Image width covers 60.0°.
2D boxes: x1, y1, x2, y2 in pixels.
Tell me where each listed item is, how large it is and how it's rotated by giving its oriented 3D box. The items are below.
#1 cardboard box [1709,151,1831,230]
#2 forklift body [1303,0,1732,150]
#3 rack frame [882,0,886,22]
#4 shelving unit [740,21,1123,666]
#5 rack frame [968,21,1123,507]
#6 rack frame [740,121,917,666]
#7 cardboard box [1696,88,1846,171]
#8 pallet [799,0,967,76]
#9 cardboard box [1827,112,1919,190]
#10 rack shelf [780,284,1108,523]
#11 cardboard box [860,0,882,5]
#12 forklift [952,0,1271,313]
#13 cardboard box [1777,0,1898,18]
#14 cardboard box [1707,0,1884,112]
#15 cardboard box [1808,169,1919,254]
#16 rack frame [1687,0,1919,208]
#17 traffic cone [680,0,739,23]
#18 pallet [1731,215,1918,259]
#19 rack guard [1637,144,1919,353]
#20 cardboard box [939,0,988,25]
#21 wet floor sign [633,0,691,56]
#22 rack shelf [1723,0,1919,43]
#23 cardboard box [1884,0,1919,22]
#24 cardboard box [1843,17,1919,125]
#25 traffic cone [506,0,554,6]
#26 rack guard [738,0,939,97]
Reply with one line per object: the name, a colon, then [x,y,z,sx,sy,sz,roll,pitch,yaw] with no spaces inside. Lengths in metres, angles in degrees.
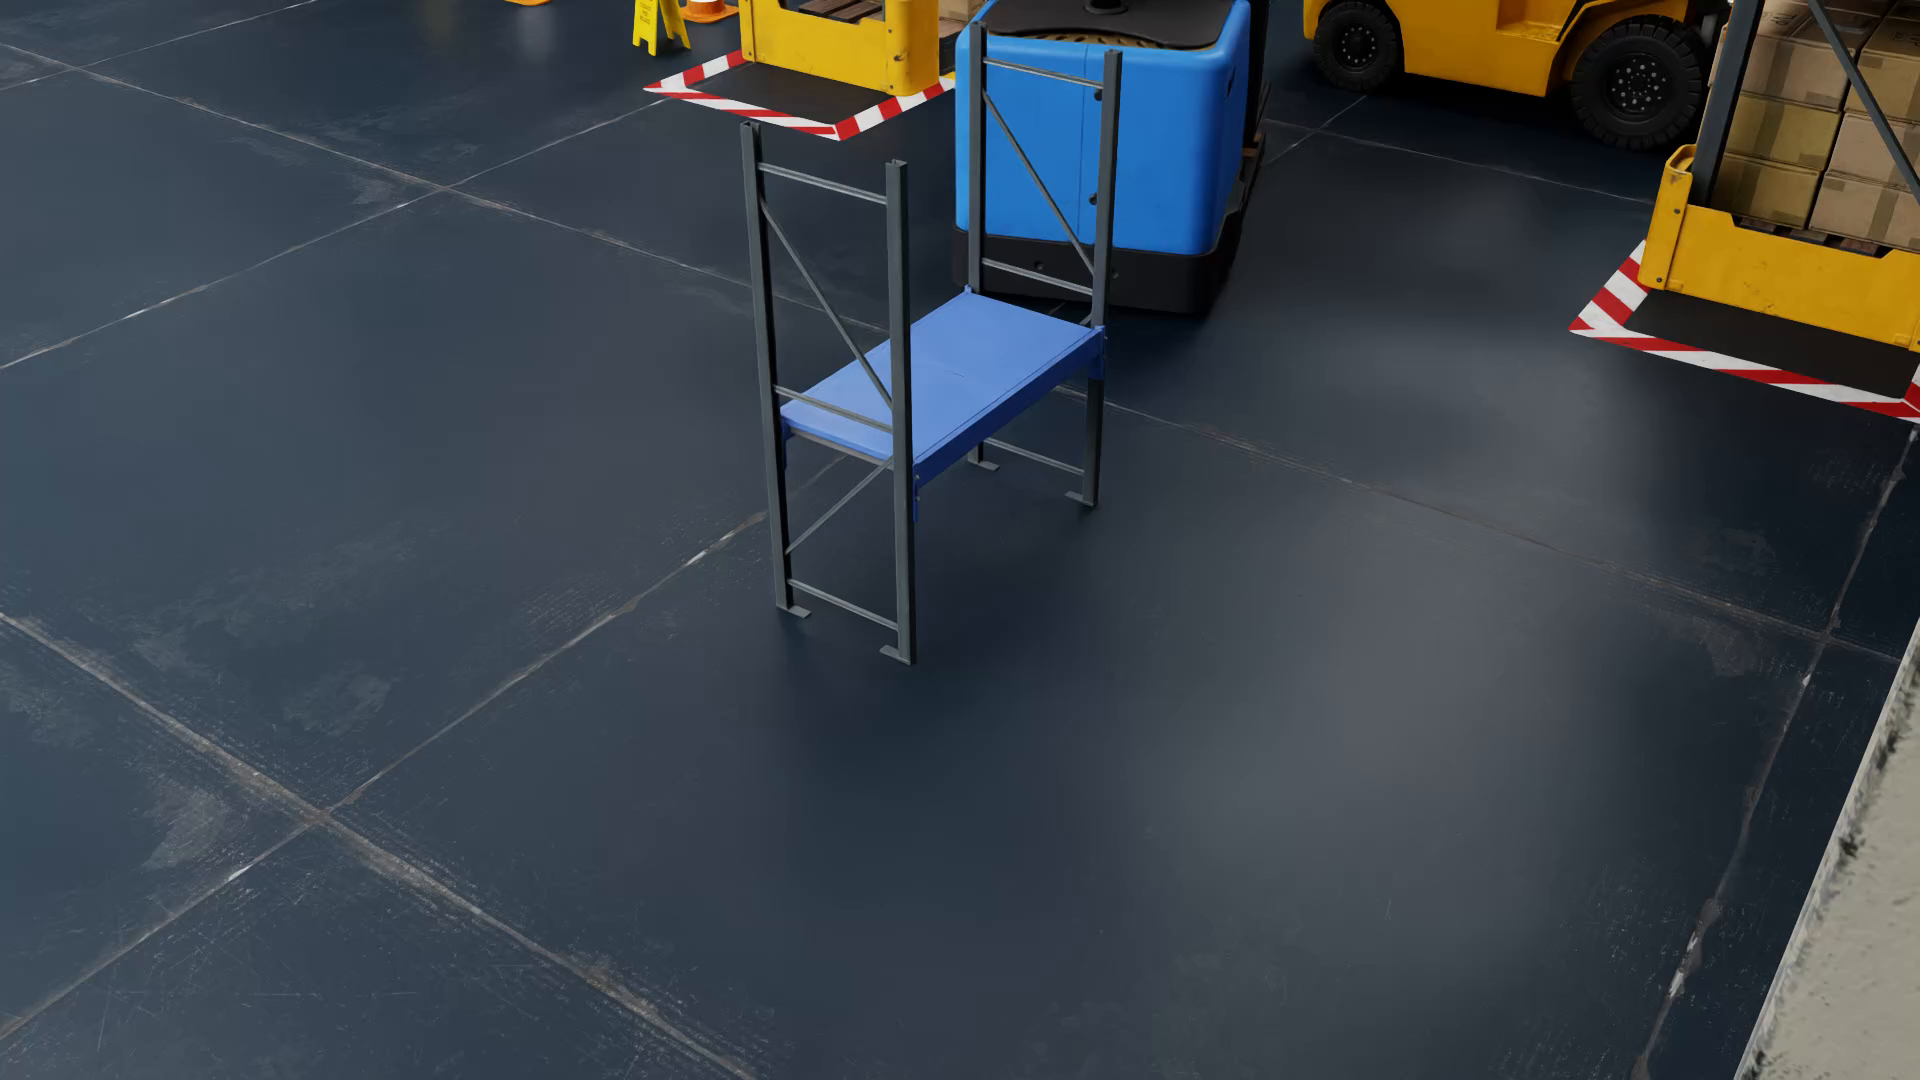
cardboard box: [3.382,-1.560,7.011,0.500,0.250,0.500,22,40,28]
forklift body: [2.956,-3.312,8.280,2.313,2.155,1.214,21,39,28]
rack frame: [-0.706,-3.792,8.232,1.000,3.000,0.127,21,39,28]
shelving unit: [-0.049,-0.582,4.824,0.538,1.500,1.048,21,39,28]
rack frame: [0.241,-0.816,5.170,0.500,1.500,0.032,21,39,28]
rack frame: [-0.339,-0.348,4.478,0.500,1.500,0.032,21,39,28]
cardboard box: [3.394,-1.774,6.881,0.500,0.250,0.500,21,39,28]
pallet: [-0.171,-3.035,9.601,1.003,0.211,1.213,21,39,28]
cardboard box: [3.812,-1.600,6.624,0.500,0.250,0.500,22,40,29]
rack shelf: [-0.049,-0.433,4.924,0.538,0.185,1.000,21,39,28]
cardboard box: [-0.453,-3.296,9.578,0.500,0.250,0.500,21,39,28]
forklift: [0.833,-2.919,7.002,1.130,2.935,3.031,8,35,12]
cardboard box: [3.666,-2.206,7.073,0.500,0.250,0.500,22,40,29]
cardboard box: [3.380,-1.969,6.723,0.500,0.250,0.500,23,40,30]
cardboard box: [3.814,-1.407,6.784,0.500,0.250,0.500,21,40,28]
rack frame: [3.374,-2.208,5.890,1.000,3.000,0.127,21,39,28]
traffic cone: [-1.521,-3.351,9.844,0.336,0.463,0.334,21,39,28]
pallet: [3.775,-1.419,7.211,1.003,0.211,1.213,21,39,28]
rack guard: [3.360,-1.162,6.574,1.175,0.500,0.348,21,39,28]
cardboard box: [-0.019,-3.110,9.303,0.500,0.250,0.500,21,39,28]
wet floor sign: [-1.694,-3.071,9.267,0.232,0.644,0.267,-22,40,-29]
rack shelf: [4.514,-2.831,7.452,1.077,0.370,4.000,21,39,28]
cardboard box: [4.085,-2.049,6.842,0.500,0.250,0.500,21,39,28]
cardboard box: [3.803,-1.818,6.500,0.500,0.250,0.500,21,39,28]
traffic cone: [-2.627,-3.549,10.137,0.336,0.463,0.334,21,39,28]
rack guard: [-0.663,-2.792,8.984,1.175,0.500,0.348,21,39,28]
